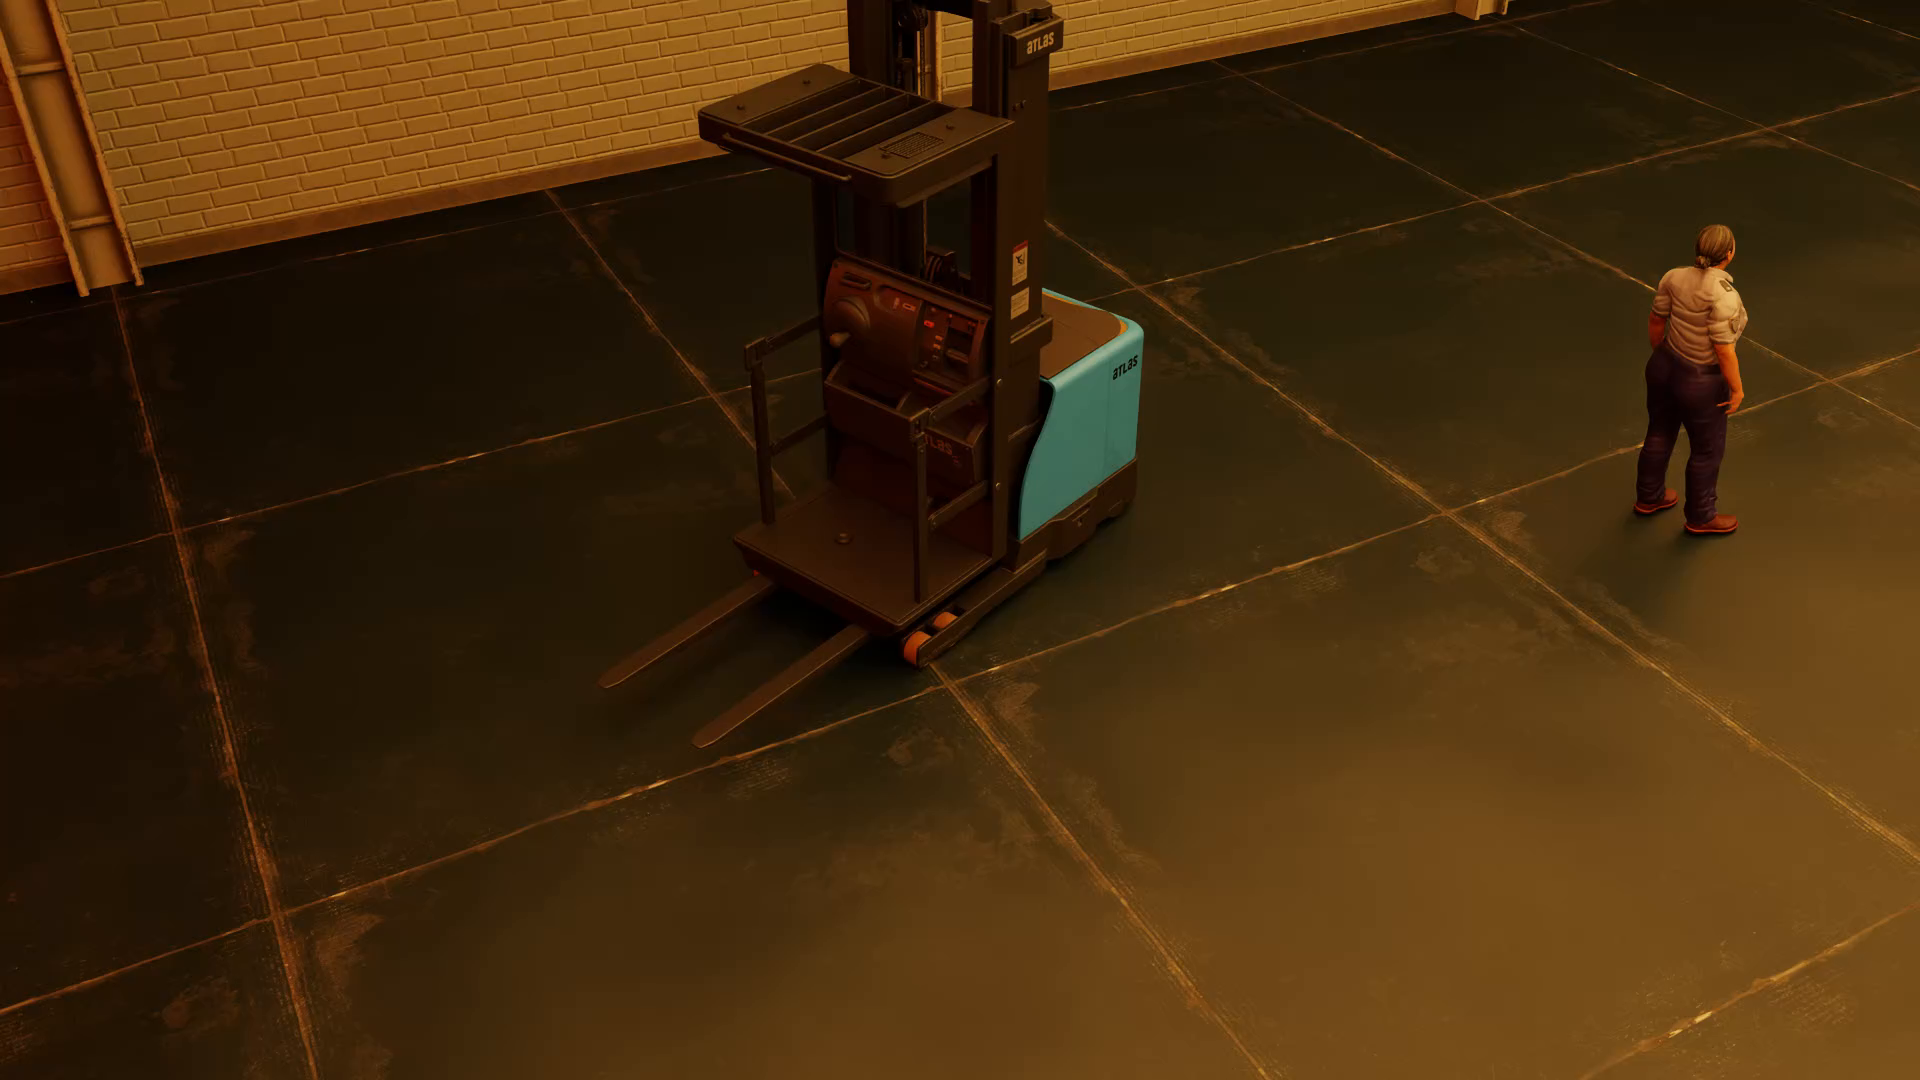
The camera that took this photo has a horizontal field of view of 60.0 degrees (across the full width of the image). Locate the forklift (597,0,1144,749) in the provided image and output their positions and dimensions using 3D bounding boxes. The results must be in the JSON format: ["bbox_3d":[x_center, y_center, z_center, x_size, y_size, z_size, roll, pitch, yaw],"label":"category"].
[{"bbox_3d":[-0.390,-0.927,7.434,1.130,2.935,3.031,26,43,31],"label":"forklift"}]

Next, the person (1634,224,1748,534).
[{"bbox_3d":[3.758,-0.826,8.391,0.502,1.651,0.598,-15,38,-20],"label":"person"}]
